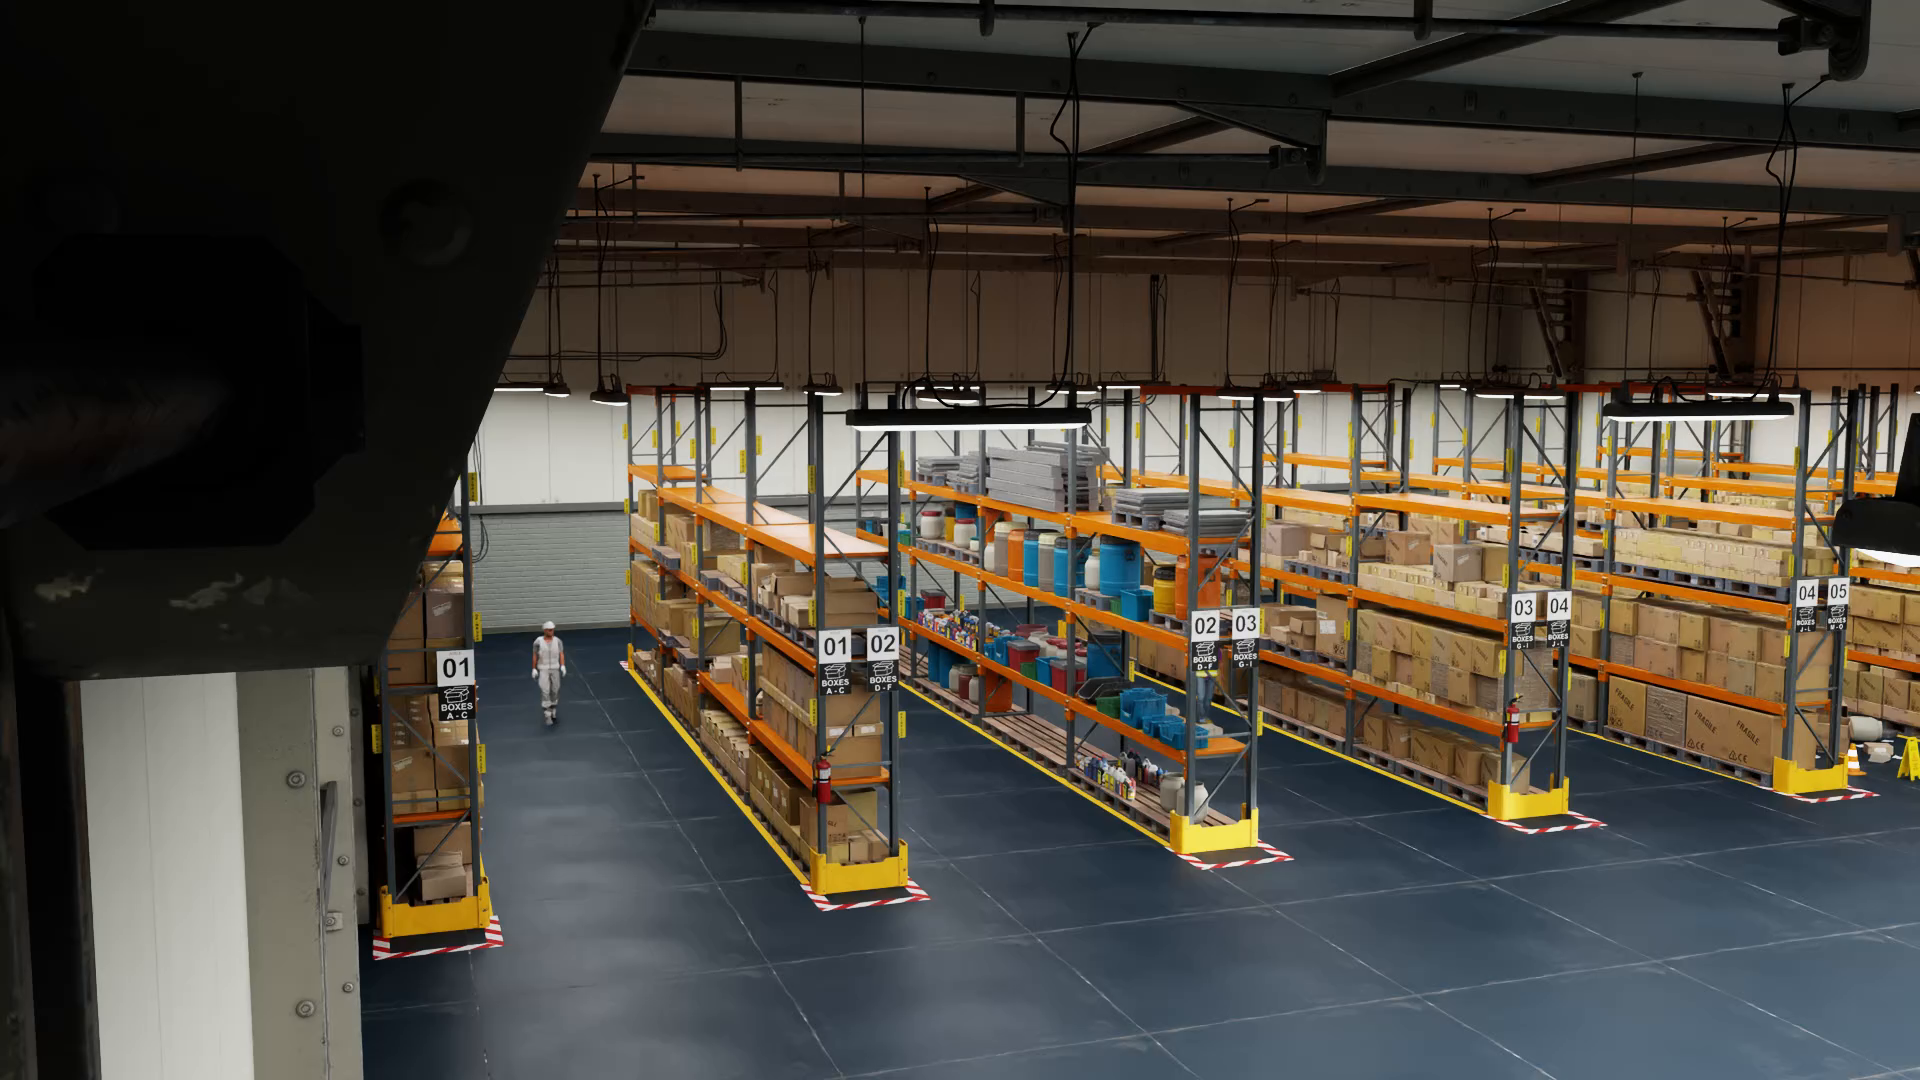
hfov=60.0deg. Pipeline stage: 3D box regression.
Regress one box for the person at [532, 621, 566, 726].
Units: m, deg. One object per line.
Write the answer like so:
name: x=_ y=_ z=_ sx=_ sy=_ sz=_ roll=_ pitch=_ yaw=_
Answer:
person: x=-7.341 y=2.376 z=29.822 sx=0.575 sy=1.791 sz=0.726 roll=-3 pitch=7 yaw=-28

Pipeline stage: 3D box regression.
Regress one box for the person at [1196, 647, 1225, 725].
person: x=4.347 y=2.386 z=29.364 sx=0.642 sy=1.701 sz=0.612 roll=-1 pitch=6 yaw=-7
